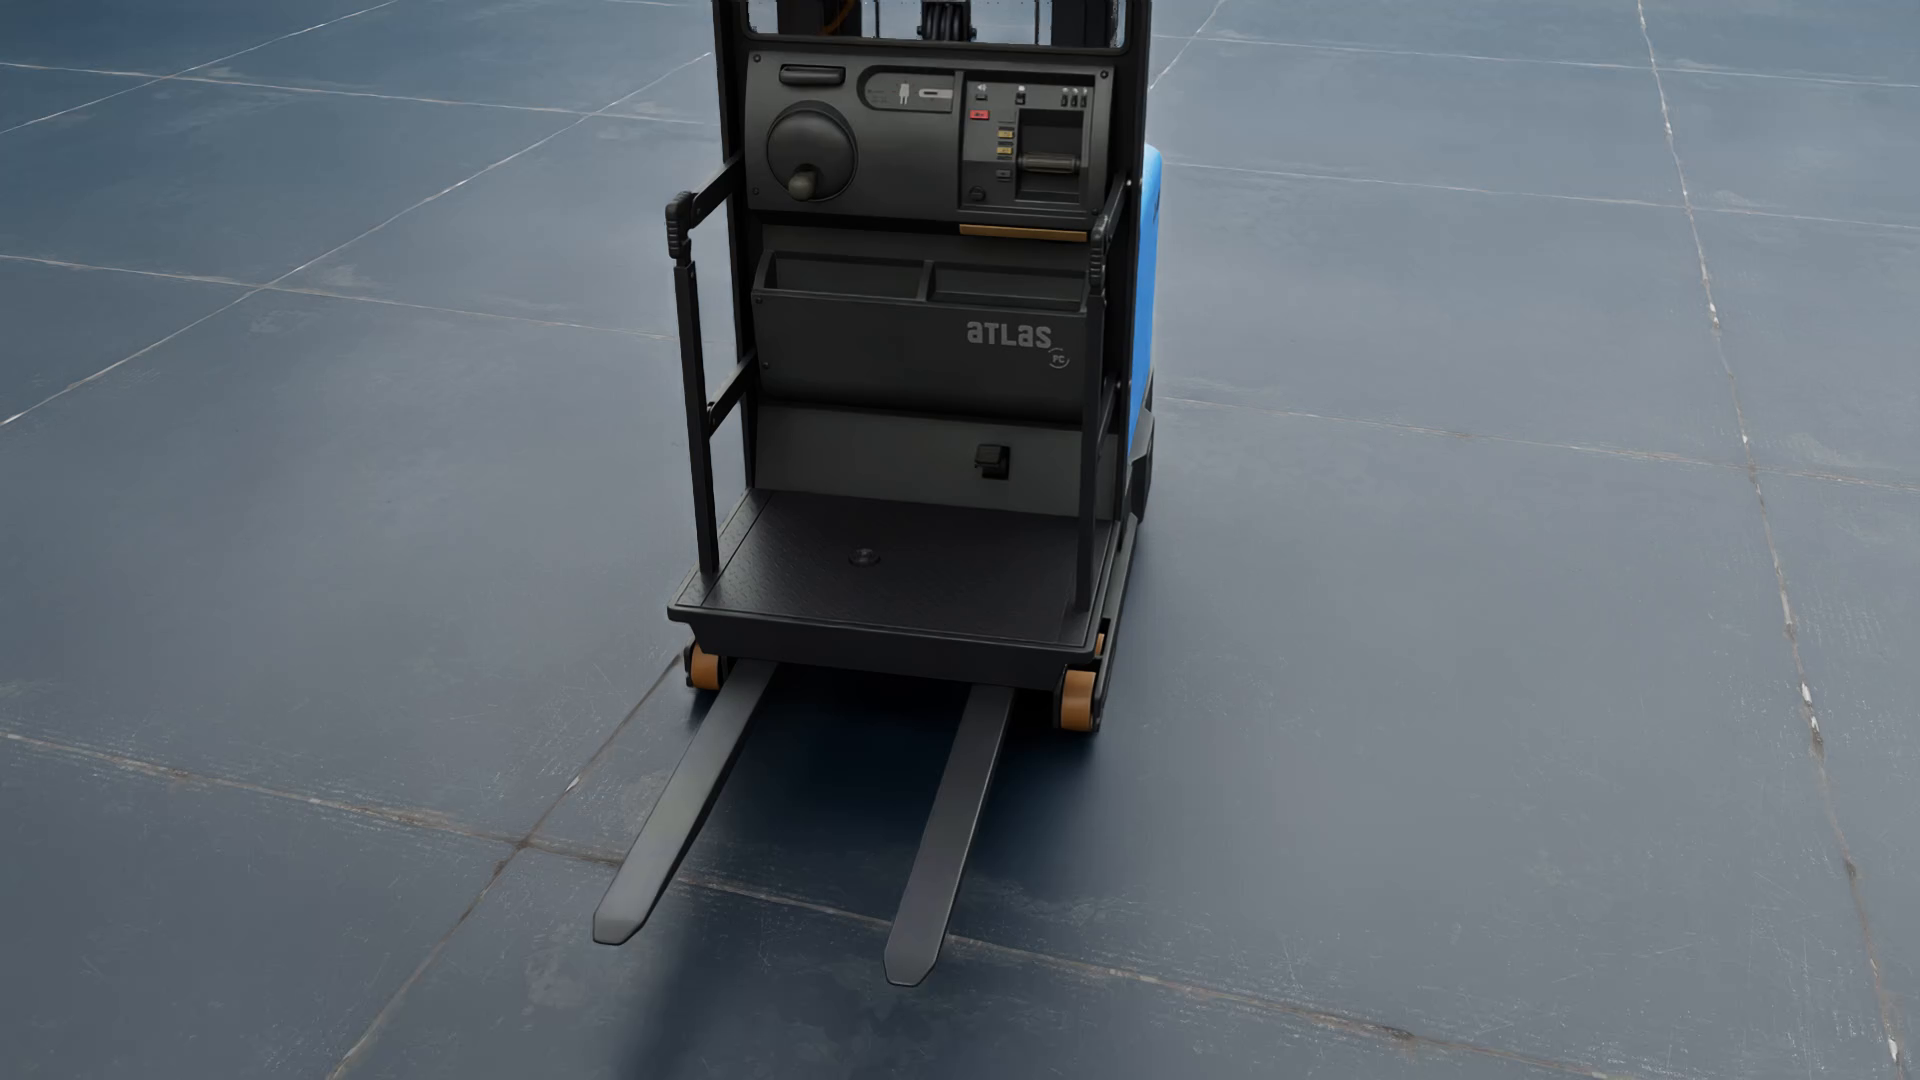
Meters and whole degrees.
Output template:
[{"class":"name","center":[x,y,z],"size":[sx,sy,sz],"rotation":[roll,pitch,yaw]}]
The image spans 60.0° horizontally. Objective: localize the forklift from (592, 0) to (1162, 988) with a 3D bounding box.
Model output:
[{"class":"forklift","center":[-0.123,-0.972,3.982],"size":[1.130,2.935,3.031],"rotation":[5,30,10]}]
